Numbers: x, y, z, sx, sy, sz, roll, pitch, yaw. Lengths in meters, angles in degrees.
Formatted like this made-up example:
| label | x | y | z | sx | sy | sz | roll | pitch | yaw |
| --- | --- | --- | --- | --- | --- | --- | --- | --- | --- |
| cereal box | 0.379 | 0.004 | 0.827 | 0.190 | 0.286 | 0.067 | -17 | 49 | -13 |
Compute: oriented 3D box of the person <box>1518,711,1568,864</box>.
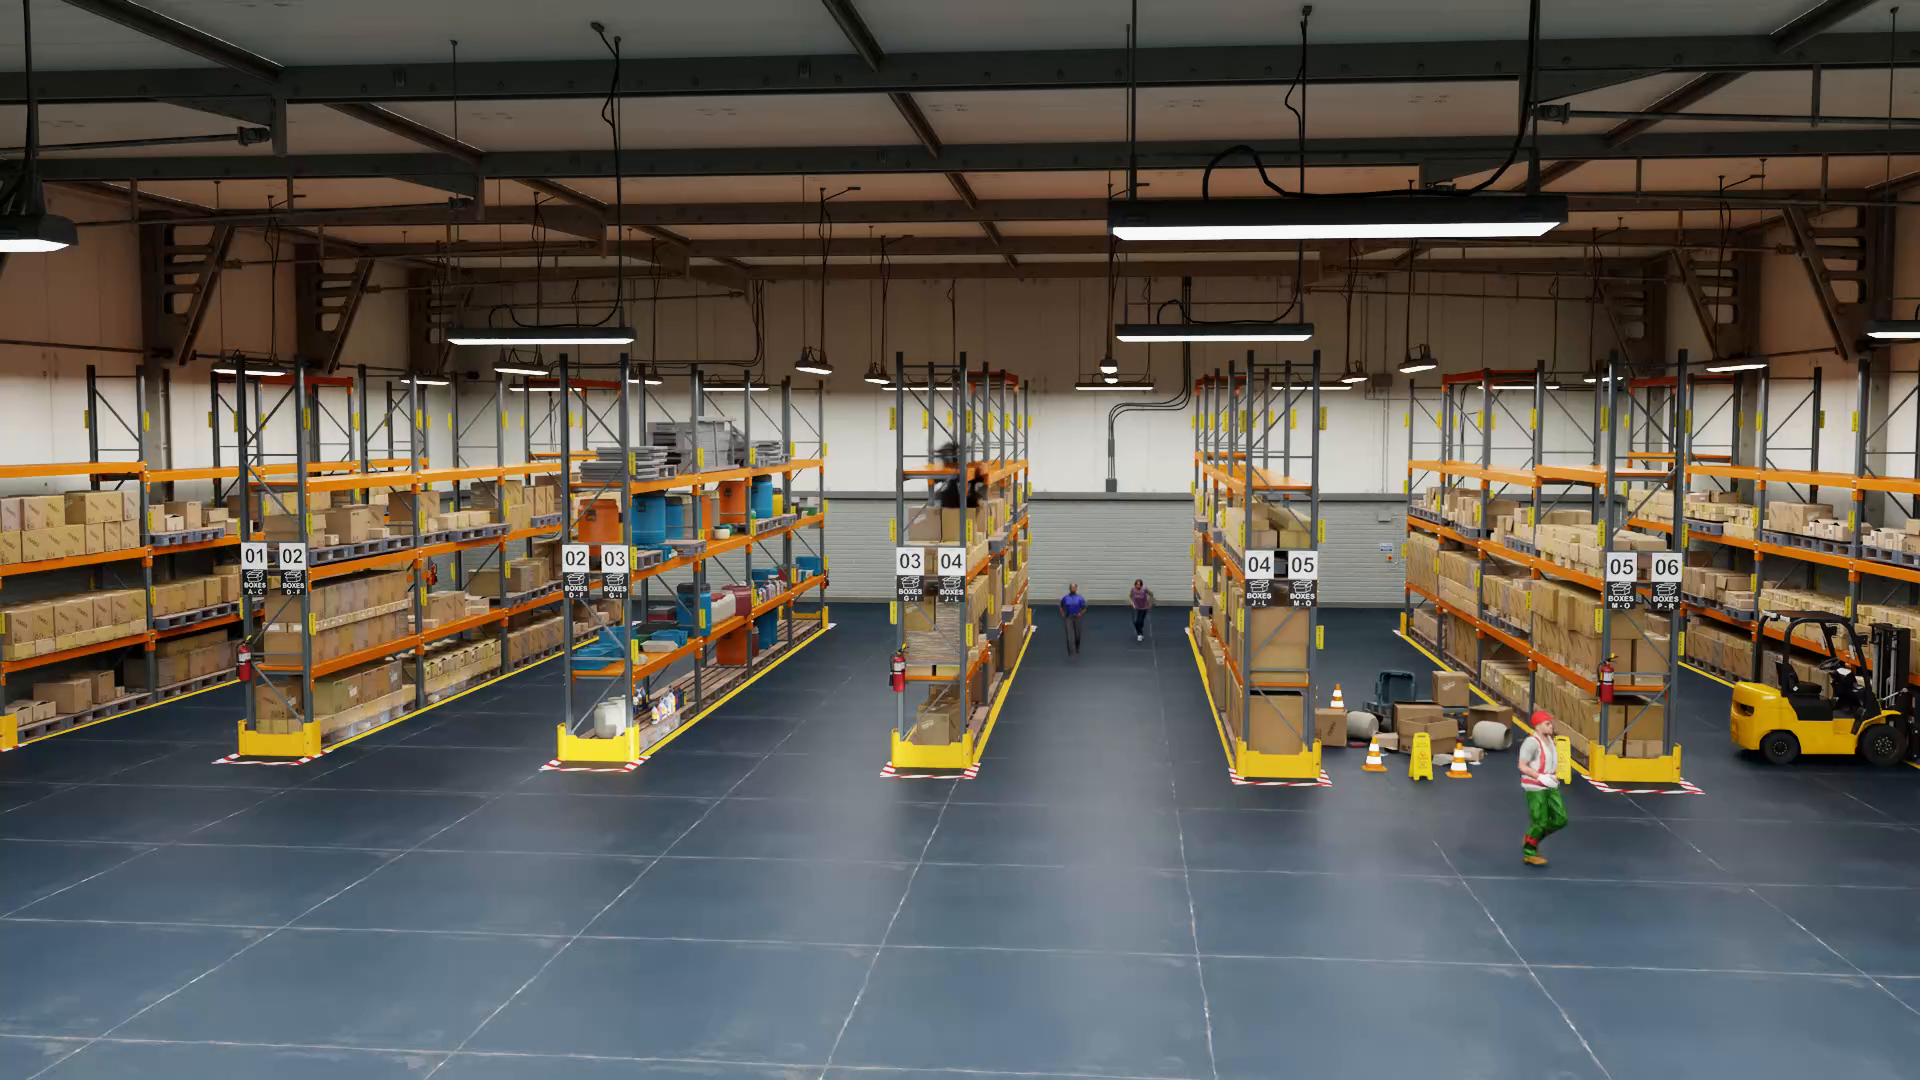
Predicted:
| label | x | y | z | sx | sy | sz | roll | pitch | yaw |
| --- | --- | --- | --- | --- | --- | --- | --- | --- | --- |
| person | 6.555 | 2.792 | 18.692 | 0.669 | 1.746 | 0.580 | -3 | 5 | -36 |

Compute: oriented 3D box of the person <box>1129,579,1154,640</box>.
| label | x | y | z | sx | sy | sz | roll | pitch | yaw |
| --- | --- | --- | --- | --- | --- | --- | --- | --- | --- |
| person | 4.152 | 1.588 | 38.063 | 0.553 | 1.444 | 0.781 | 1 | 4 | 14 |

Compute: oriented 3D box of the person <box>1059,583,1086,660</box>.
| label | x | y | z | sx | sy | sz | roll | pitch | yaw |
| --- | --- | --- | --- | --- | --- | --- | --- | --- | --- |
| person | 2.369 | 1.709 | 35.092 | 0.580 | 1.597 | 0.687 | 0 | 4 | 5 |
